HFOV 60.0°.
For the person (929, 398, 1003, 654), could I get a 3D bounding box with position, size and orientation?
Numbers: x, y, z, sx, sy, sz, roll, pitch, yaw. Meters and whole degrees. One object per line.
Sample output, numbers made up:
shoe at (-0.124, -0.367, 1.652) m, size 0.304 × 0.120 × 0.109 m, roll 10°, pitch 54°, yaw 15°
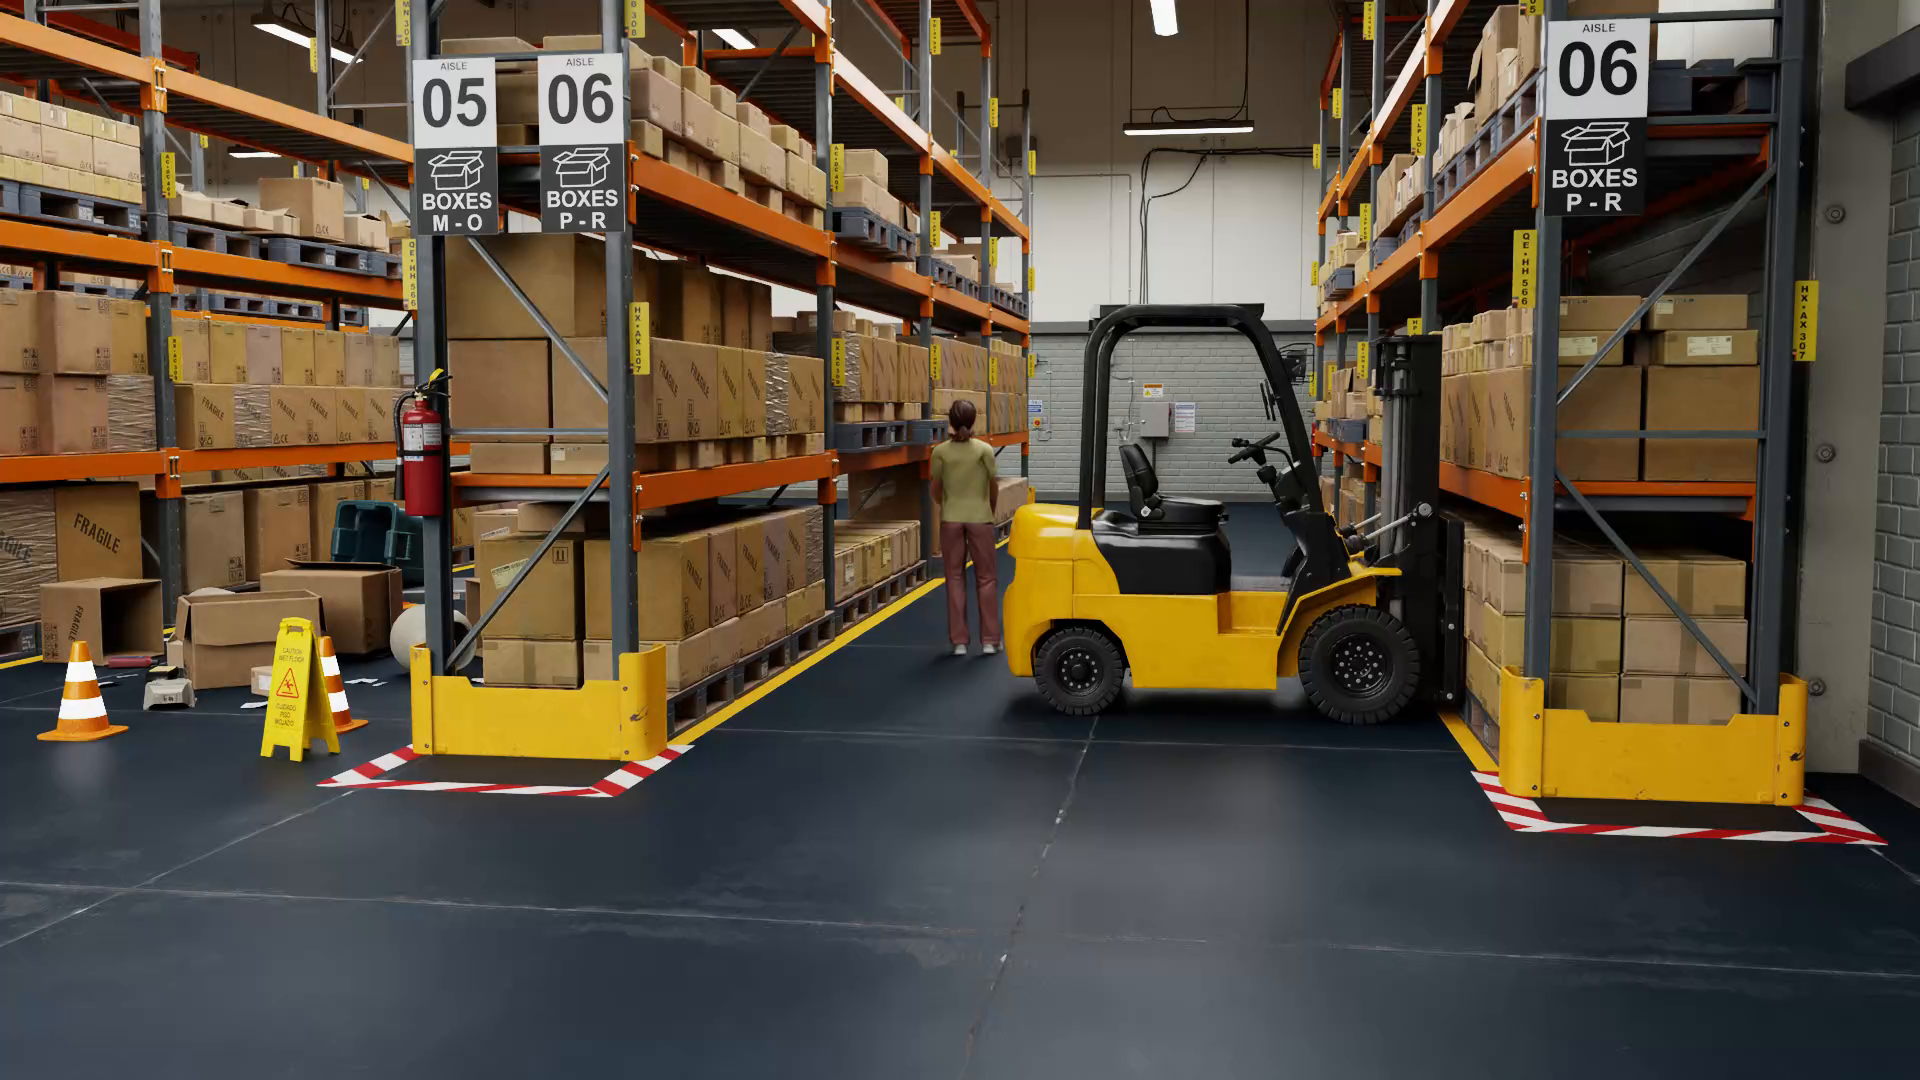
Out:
person at (0.037, -0.089, 10.934) m, size 0.465 × 1.676 × 0.514 m, roll 0°, pitch 5°, yaw 6°
